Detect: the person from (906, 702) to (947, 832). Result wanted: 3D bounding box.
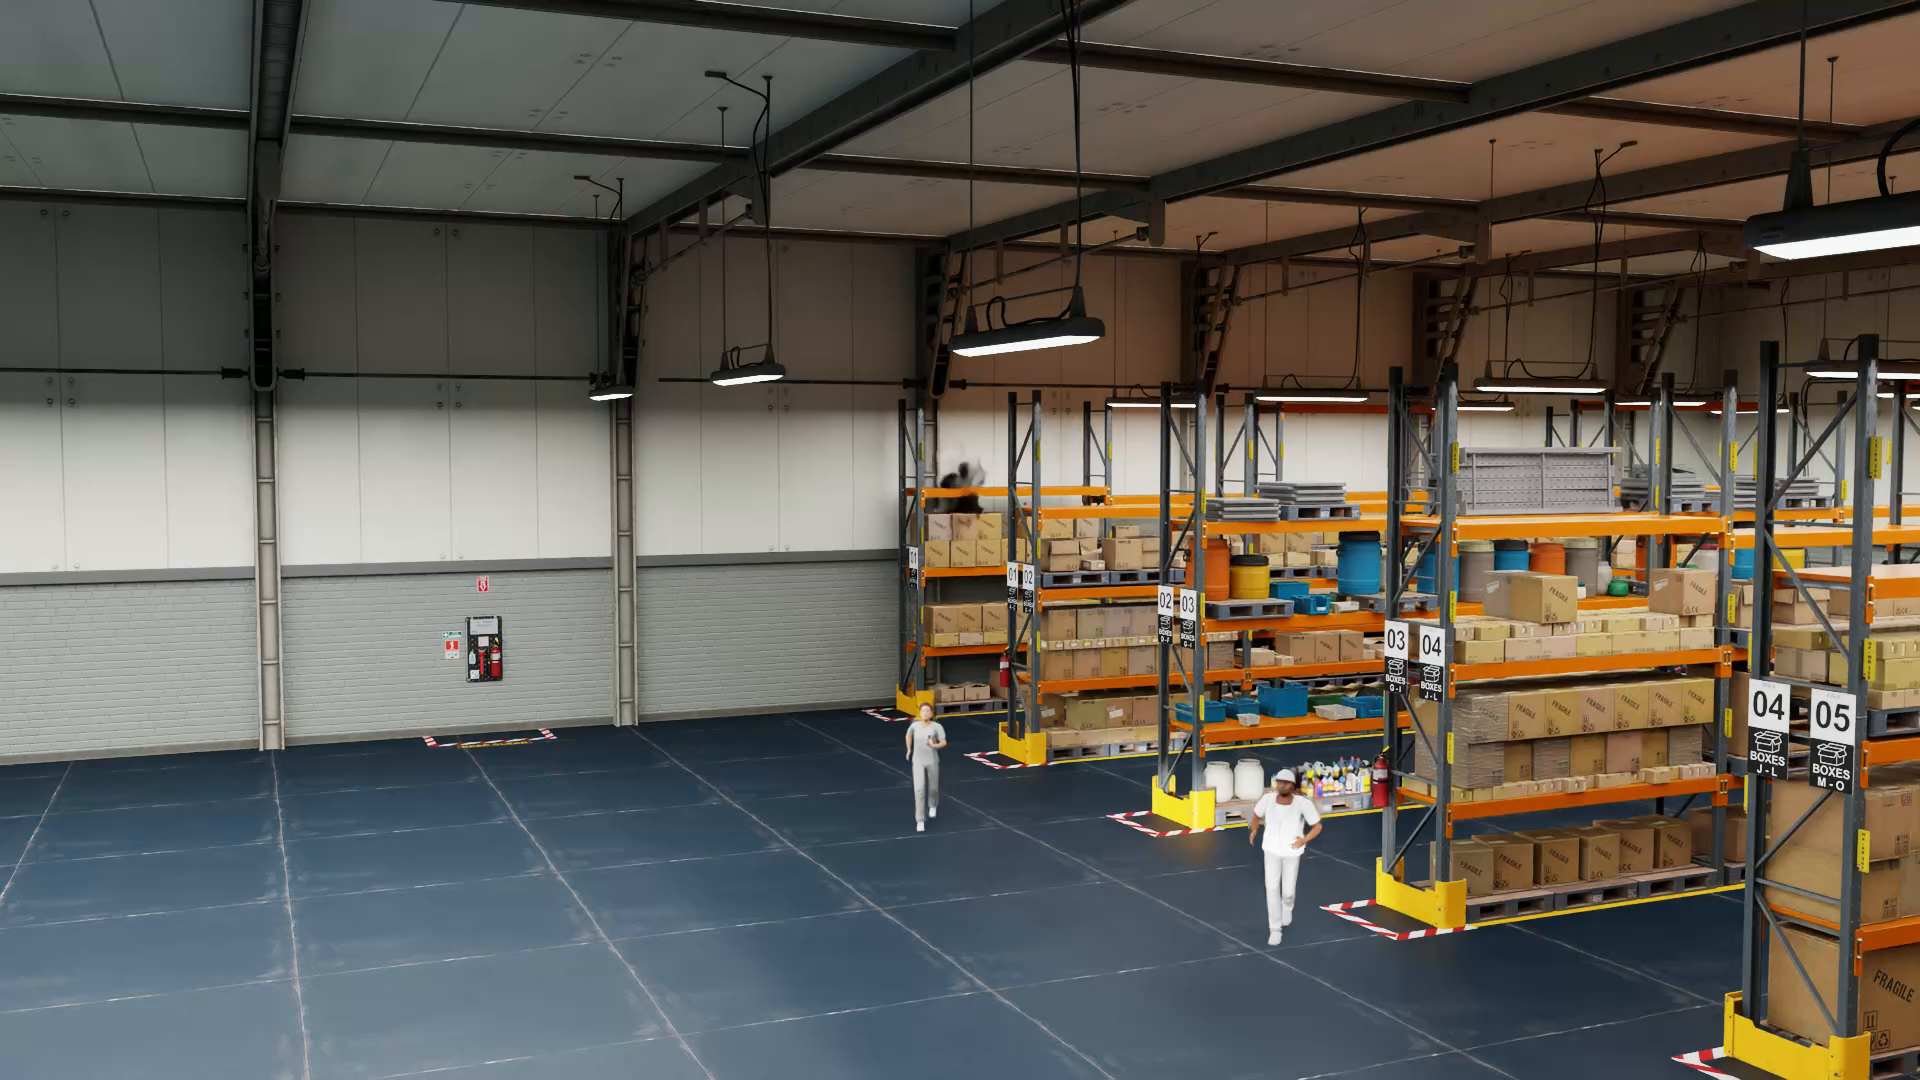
[{"bbox_3d":[-0.460,2.997,22.311,0.565,1.651,0.970,0,3,3],"label":"person"}]

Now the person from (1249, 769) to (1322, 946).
[{"bbox_3d":[3.393,3.281,17.405,0.753,1.783,0.816,1,4,23],"label":"person"}]
